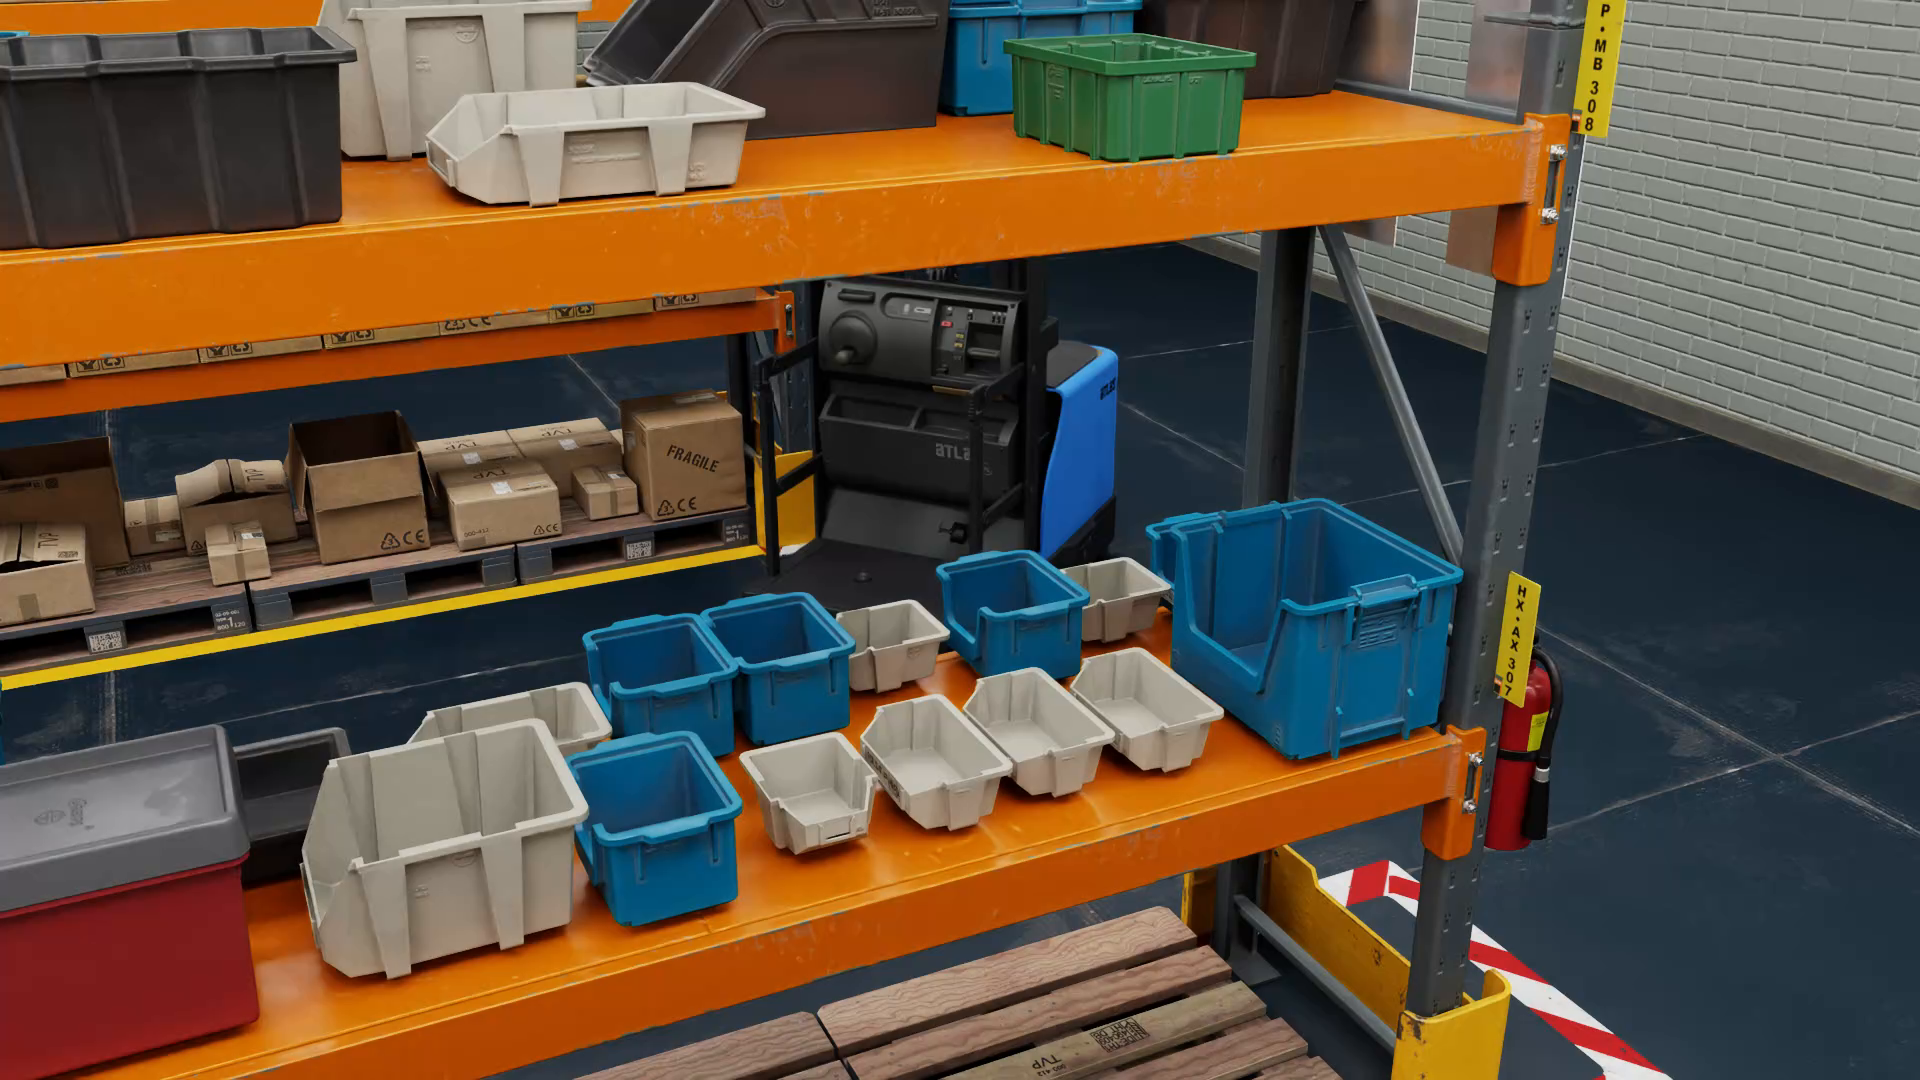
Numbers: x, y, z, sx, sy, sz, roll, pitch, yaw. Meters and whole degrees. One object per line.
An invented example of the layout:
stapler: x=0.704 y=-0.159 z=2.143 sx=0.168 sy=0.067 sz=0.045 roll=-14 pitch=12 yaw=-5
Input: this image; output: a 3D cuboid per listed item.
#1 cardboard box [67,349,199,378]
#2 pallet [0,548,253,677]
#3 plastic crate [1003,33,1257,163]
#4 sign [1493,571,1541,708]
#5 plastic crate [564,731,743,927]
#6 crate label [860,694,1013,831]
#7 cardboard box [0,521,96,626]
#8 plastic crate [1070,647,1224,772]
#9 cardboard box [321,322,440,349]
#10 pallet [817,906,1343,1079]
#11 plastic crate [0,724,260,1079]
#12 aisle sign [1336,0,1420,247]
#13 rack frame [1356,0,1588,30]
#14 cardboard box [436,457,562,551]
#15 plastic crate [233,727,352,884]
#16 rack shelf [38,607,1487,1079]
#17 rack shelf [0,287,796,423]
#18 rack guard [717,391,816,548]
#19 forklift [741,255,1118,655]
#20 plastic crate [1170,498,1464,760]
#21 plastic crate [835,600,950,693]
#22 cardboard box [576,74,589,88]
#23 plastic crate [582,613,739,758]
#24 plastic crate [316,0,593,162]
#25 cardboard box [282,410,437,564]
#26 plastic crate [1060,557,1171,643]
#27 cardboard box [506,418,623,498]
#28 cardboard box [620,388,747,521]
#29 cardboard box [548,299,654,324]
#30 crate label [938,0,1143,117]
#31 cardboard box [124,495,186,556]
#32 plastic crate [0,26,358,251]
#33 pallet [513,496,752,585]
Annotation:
cardboard box: x=-3.616 y=-1.036 z=7.201 sx=0.500 sy=0.500 sz=0.500 roll=-10 pitch=24 yaw=-23
pallet: x=-4.034 y=0.262 z=7.842 sx=1.213 sy=0.211 sz=1.003 roll=-10 pitch=25 yaw=-24
plastic crate: x=0.331 y=-0.895 z=3.346 sx=0.336 sy=0.188 sz=0.450 roll=-10 pitch=25 yaw=-24
sign: x=1.349 y=0.242 z=4.029 sx=0.005 sy=0.325 sz=0.100 roll=-10 pitch=25 yaw=-24
plastic crate: x=-0.644 y=0.609 z=3.496 sx=0.300 sy=0.233 sz=0.416 roll=-10 pitch=25 yaw=-24
crate label: x=-0.069 y=0.520 z=3.837 sx=0.243 sy=0.136 sz=0.396 roll=-10 pitch=25 yaw=-24
cardboard box: x=-4.182 y=0.131 z=7.453 sx=0.500 sy=0.311 sz=0.500 roll=-10 pitch=25 yaw=-24
plastic crate: x=0.439 y=0.423 z=4.074 sx=0.243 sy=0.136 sz=0.396 roll=-10 pitch=25 yaw=-24
cardboard box: x=-2.707 y=-1.203 z=7.604 sx=0.500 sy=0.500 sz=0.500 roll=-11 pitch=25 yaw=-24
pallet: x=0.335 y=1.543 z=4.747 sx=1.213 sy=0.211 sz=1.003 roll=-10 pitch=25 yaw=-24
plastic crate: x=-1.596 y=0.675 z=3.034 sx=0.583 sy=0.464 sz=0.402 roll=-10 pitch=25 yaw=-24
aisle sign: x=1.031 y=-1.185 z=4.291 sx=0.004 sy=0.787 sz=0.394 roll=-10 pitch=25 yaw=-24
rack frame: x=1.095 y=-2.641 z=3.365 sx=0.127 sy=3.000 sz=1.000 roll=-10 pitch=25 yaw=-24
cardboard box: x=-2.302 y=-0.187 z=8.301 sx=0.500 sy=0.250 sz=0.500 roll=-10 pitch=25 yaw=-24
plastic crate: x=-1.617 y=0.615 z=3.623 sx=0.590 sy=0.125 sz=0.437 roll=-10 pitch=25 yaw=-24
rack shelf: x=-0.707 y=0.795 z=3.848 sx=4.000 sy=0.370 sz=1.077 roll=-10 pitch=25 yaw=-24
rack shelf: x=-2.852 y=-0.913 z=7.974 sx=4.000 sy=0.370 sz=1.077 roll=-10 pitch=25 yaw=-24
rack guard: x=-1.118 y=-0.409 z=9.085 sx=0.348 sy=0.500 sz=1.175 roll=-10 pitch=25 yaw=-24
forklift: x=-0.274 y=-0.880 z=7.044 sx=1.130 sy=2.935 sz=3.031 roll=10 pitch=24 yaw=23
plastic crate: x=0.875 y=0.207 z=4.204 sx=0.499 sy=0.435 sz=0.616 roll=-10 pitch=25 yaw=-24
plastic crate: x=-0.206 y=0.290 z=4.395 sx=0.298 sy=0.136 sz=0.250 roll=-10 pitch=25 yaw=-24
cardboard box: x=-2.031 y=-2.013 z=8.253 sx=0.500 sy=0.500 sz=0.500 roll=-10 pitch=25 yaw=-23
plastic crate: x=-0.727 y=0.376 z=4.060 sx=0.300 sy=0.233 sz=0.416 roll=-10 pitch=25 yaw=-24
plastic crate: x=-1.035 y=-0.939 z=3.330 sx=0.530 sy=0.282 sz=0.437 roll=-10 pitch=25 yaw=-24
cardboard box: x=-2.963 y=-0.277 z=8.185 sx=0.637 sy=0.503 sz=0.797 roll=-10 pitch=25 yaw=-24
plastic crate: x=0.405 y=0.177 z=4.667 sx=0.298 sy=0.136 sz=0.250 roll=-10 pitch=25 yaw=-24
cardboard box: x=-2.113 y=-0.434 z=8.897 sx=0.500 sy=0.250 sz=0.500 roll=-10 pitch=25 yaw=-24
cardboard box: x=-1.433 y=-0.450 z=8.608 sx=0.500 sy=0.500 sz=0.500 roll=-10 pitch=25 yaw=-24
cardboard box: x=-1.801 y=-1.368 z=8.001 sx=0.500 sy=0.500 sz=0.500 roll=-10 pitch=25 yaw=-23
crate label: x=0.124 y=-1.145 z=3.866 sx=0.502 sy=0.251 sz=0.408 roll=-10 pitch=25 yaw=-24
cardboard box: x=-3.951 y=-0.075 z=8.160 sx=0.250 sy=0.149 sz=0.380 roll=-10 pitch=25 yaw=-24
plastic crate: x=-1.271 y=-0.643 z=2.630 sx=0.590 sy=0.269 sz=0.497 roll=-10 pitch=25 yaw=-24
pallet: x=-1.836 y=-0.143 z=8.820 sx=1.213 sy=0.211 sz=1.003 roll=-10 pitch=25 yaw=-24
